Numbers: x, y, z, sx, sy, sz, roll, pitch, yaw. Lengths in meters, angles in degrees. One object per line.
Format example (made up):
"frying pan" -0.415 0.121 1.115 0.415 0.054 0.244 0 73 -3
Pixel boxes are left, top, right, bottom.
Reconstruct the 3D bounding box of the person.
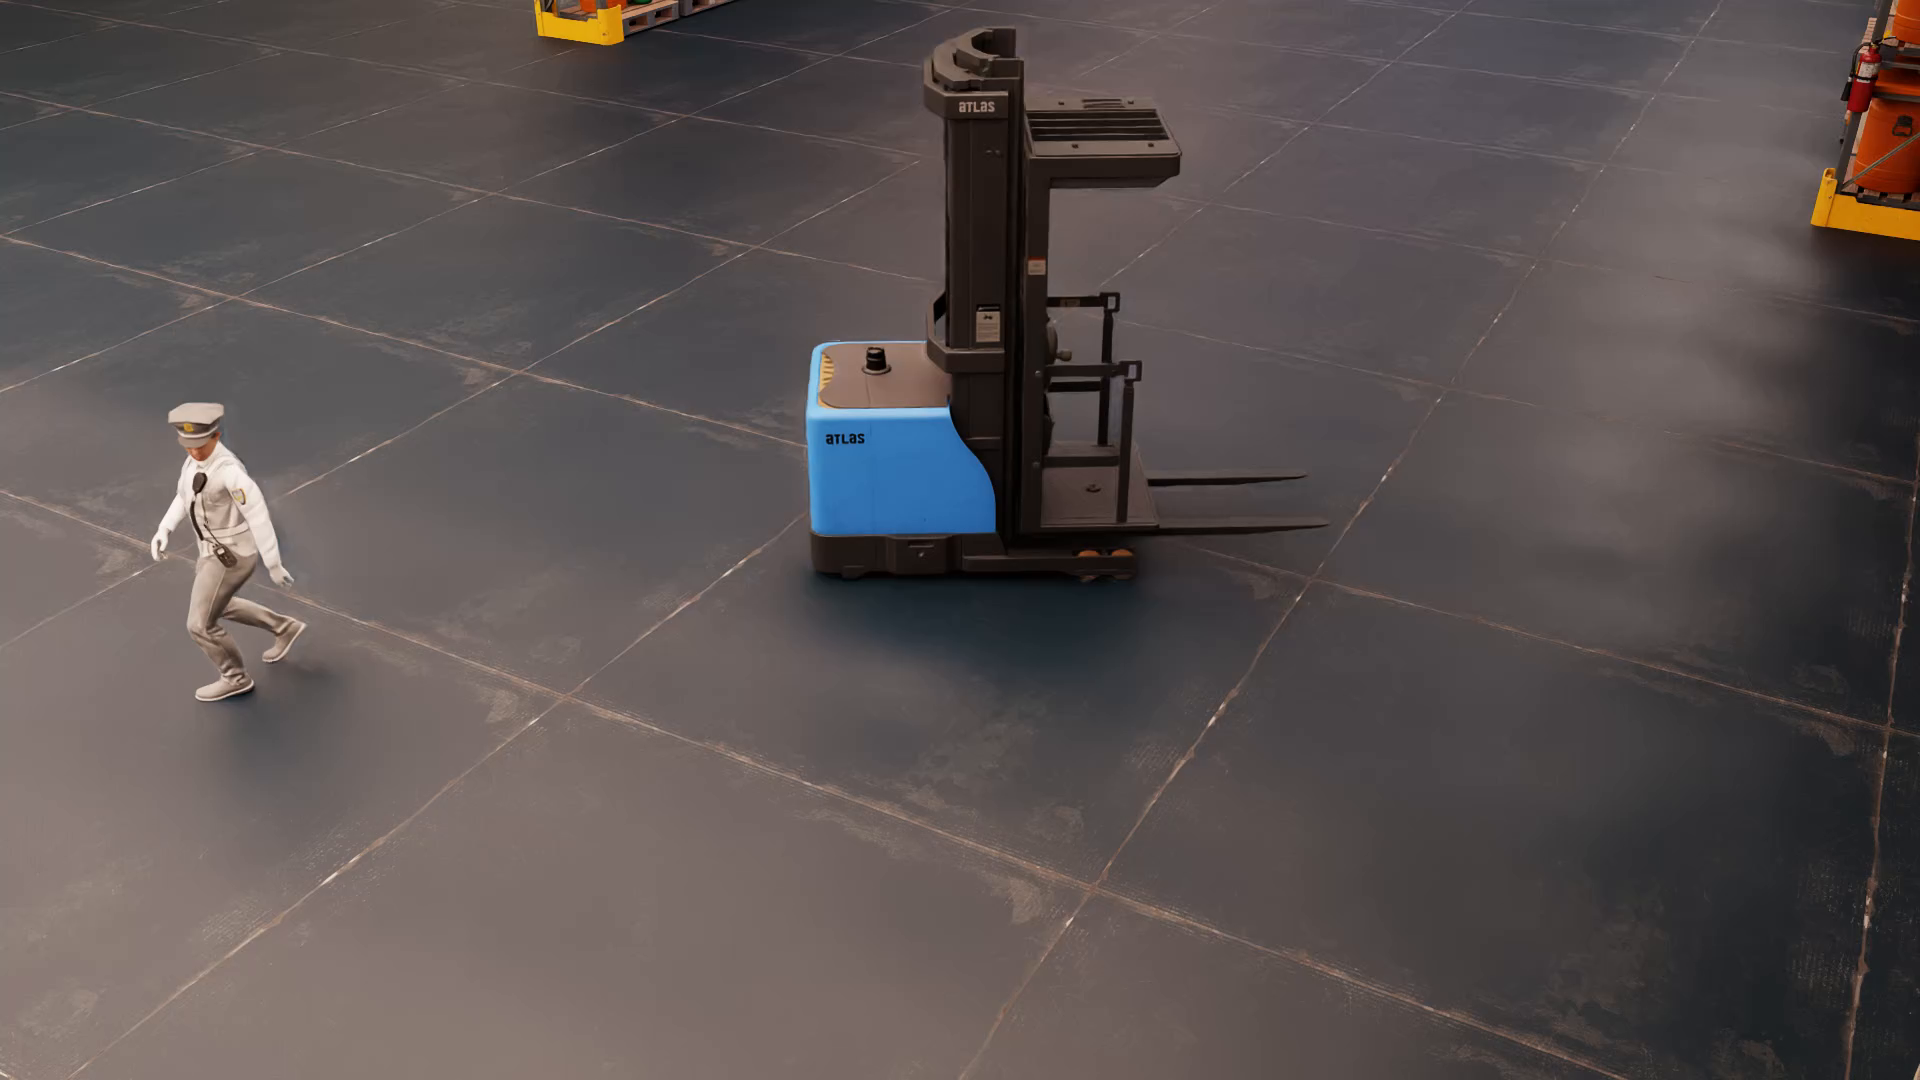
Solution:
"person" -3.668 0.076 8.277 0.613 1.605 0.605 -14 33 -22

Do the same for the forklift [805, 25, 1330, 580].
"forklift" 0.636 -1.307 9.336 3.031 2.935 1.130 -1 30 -2
